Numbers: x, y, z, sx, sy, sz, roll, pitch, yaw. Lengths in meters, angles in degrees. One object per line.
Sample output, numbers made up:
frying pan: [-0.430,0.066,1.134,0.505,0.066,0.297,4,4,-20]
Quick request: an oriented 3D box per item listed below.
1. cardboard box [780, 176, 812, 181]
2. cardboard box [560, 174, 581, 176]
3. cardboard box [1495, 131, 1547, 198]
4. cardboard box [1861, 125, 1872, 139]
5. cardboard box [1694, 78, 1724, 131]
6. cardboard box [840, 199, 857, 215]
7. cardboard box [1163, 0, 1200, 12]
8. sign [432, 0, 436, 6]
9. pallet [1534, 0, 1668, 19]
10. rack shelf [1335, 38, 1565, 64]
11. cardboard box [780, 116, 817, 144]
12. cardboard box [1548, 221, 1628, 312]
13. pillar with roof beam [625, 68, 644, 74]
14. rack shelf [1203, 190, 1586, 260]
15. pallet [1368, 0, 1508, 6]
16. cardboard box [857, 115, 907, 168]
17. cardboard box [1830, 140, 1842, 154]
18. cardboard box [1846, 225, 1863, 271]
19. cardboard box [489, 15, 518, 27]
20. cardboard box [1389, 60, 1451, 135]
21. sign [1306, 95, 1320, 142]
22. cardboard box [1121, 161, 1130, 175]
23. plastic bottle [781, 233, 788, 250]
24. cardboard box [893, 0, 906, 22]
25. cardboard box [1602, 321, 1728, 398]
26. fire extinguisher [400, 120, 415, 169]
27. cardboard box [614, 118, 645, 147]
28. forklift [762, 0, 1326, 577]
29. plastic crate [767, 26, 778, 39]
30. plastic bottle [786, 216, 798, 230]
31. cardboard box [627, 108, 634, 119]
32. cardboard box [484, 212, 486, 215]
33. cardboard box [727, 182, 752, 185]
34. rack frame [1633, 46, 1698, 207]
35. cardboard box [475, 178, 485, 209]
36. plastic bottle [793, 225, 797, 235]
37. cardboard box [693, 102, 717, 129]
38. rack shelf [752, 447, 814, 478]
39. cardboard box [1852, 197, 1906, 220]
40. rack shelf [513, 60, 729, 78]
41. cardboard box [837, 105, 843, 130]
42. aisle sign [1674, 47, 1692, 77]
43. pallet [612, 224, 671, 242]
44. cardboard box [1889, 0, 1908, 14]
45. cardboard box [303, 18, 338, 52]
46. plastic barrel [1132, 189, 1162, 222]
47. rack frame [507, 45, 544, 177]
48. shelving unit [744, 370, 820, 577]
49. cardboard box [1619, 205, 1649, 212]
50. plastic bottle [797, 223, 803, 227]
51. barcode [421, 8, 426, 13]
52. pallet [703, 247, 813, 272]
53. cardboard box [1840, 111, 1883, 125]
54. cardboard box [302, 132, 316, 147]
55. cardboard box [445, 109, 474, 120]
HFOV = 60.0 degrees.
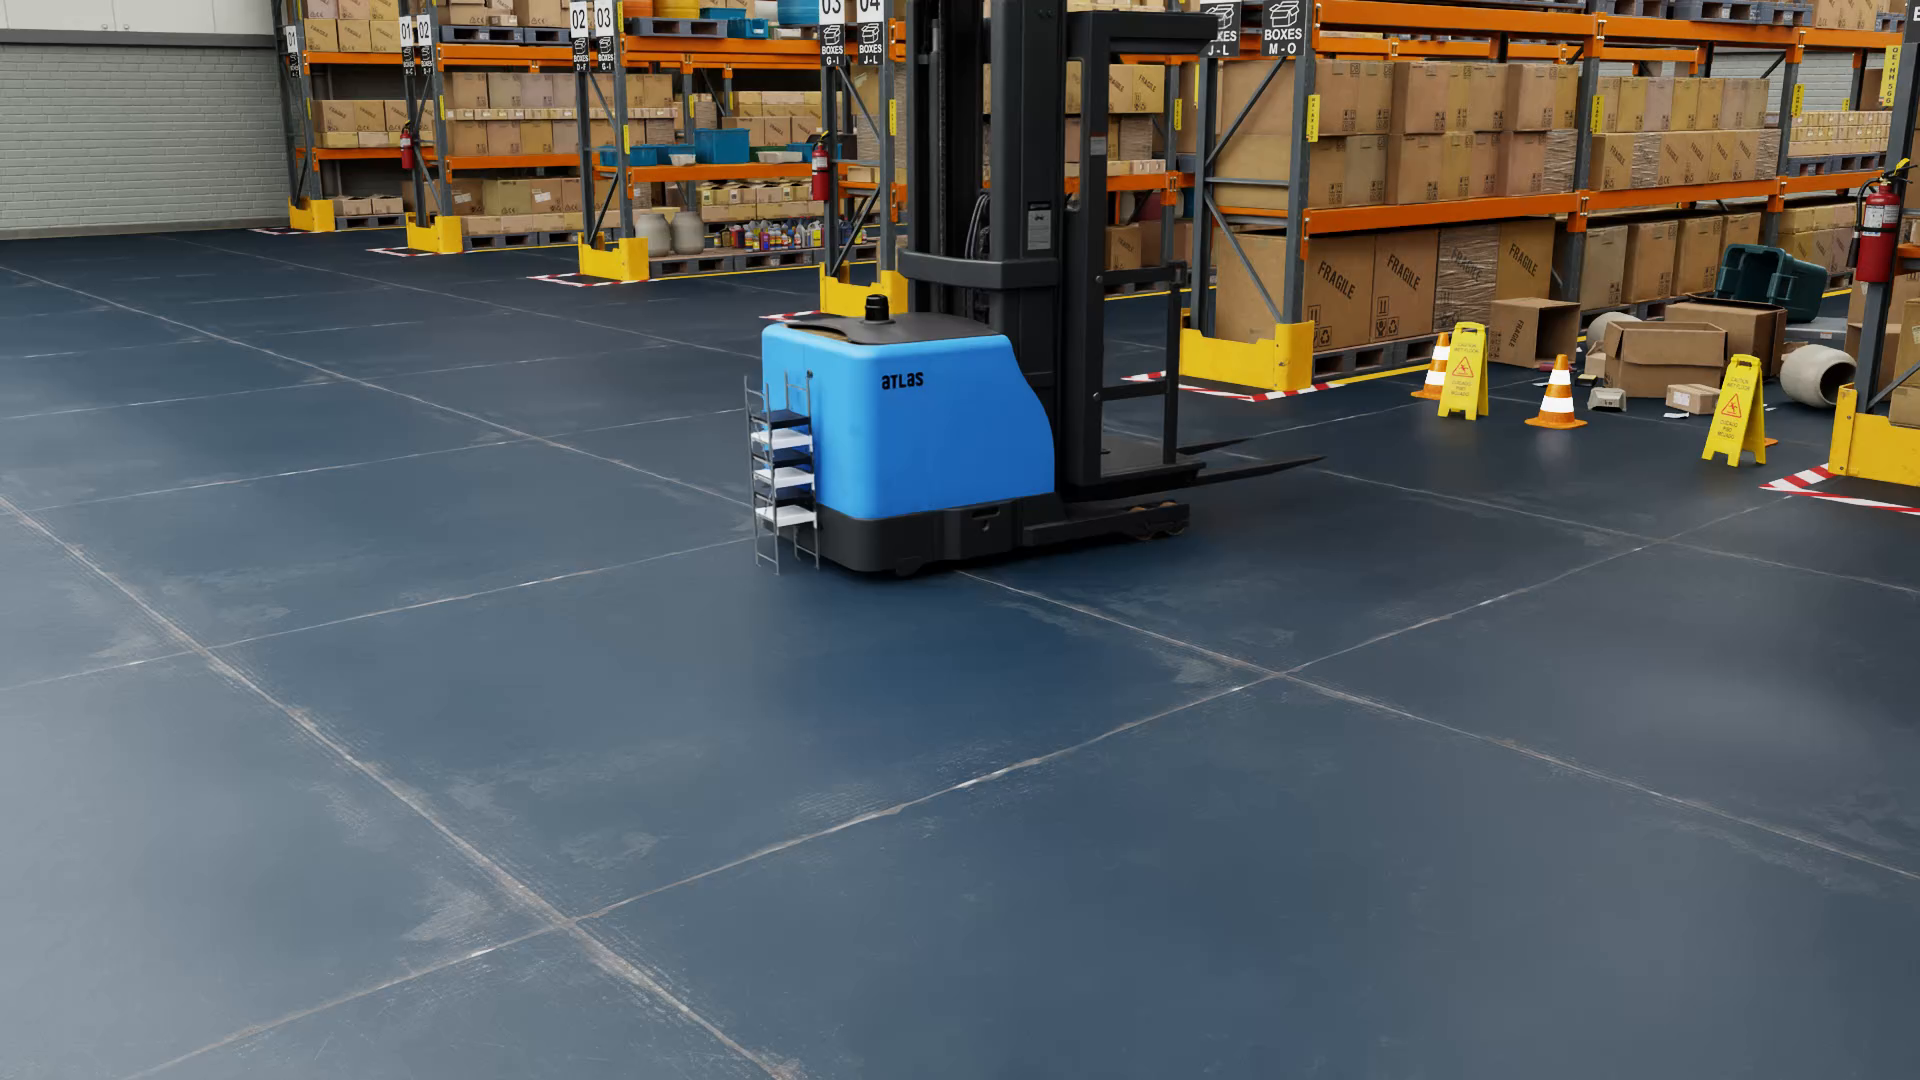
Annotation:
cardboard box: [-3.406,-7.337,33.256,0.750,0.750,0.750,-13,20,-40]
cardboard box: [-5.784,-5.335,25.470,0.500,0.500,0.500,-13,19,-39]
cardboard box: [4.534,-3.283,14.438,0.550,0.550,0.875,-13,19,-39]
cardboard box: [10.077,-4.624,18.843,0.250,0.149,0.380,-13,19,-39]
cardboard box: [7.111,-4.335,16.534,0.500,0.500,0.700,-13,20,-40]
cardboard box: [-2.081,-5.612,27.963,0.500,0.250,0.500,-13,20,-40]
cardboard box: [2.445,-6.118,18.515,0.637,0.503,0.797,-14,20,-42]
sign: [-7.133,-7.408,22.511,0.005,0.325,0.100,-13,19,-39]
pallet: [5.864,-4.895,15.320,1.217,0.209,0.805,-14,20,-42]
rack shelf: [6.552,-6.474,22.255,4.000,0.370,1.077,-13,19,-39]
cardboard box: [-2.712,-6.723,27.414,0.500,0.500,0.500,-14,20,-42]
cardboard box: [5.614,-2.612,15.760,0.750,0.750,1.050,-13,20,-40]
pillar with roof beam: [-3.434,-9.935,28.005,0.400,9.000,9.100,-13,19,-39]
rack shelf: [3.696,-2.687,13.889,4.000,0.370,1.077,-13,19,-39]
pallet: [3.661,-4.437,13.408,1.213,0.211,1.003,-13,19,-39]
cardboard box: [-0.559,-3.958,16.485,0.500,0.500,0.875,-13,19,-39]
cardboard box: [9.500,-4.351,18.401,0.250,0.149,0.380,-12,19,-38]
cardboard box: [10.070,-3.376,19.107,0.500,0.500,0.500,-13,20,-41]
cardboard box: [-6.489,-7.371,23.620,0.250,0.149,0.380,-13,19,-39]
cardboard box: [3.359,-3.524,13.249,0.550,0.550,0.875,-13,19,-39]
sign: [2.547,-3.043,11.998,0.005,0.325,0.100,-13,19,-39]
cardboard box: [1.633,-4.069,18.159,0.250,0.149,0.380,-13,19,-39]
plastic bottle: [-2.263,-3.841,21.388,0.097,0.201,0.097,0,15,0]
cardboard box: [-0.459,-5.086,15.957,0.500,0.250,0.500,-12,19,-38]
cardboard box: [5.176,-1.333,12.266,0.797,0.503,0.637,2,15,9]
fire extinguisher: [-7.886,-5.640,23.703,0.183,0.674,0.296,-13,19,-39]
cardboard box: [-5.199,-6.166,25.328,0.500,0.500,0.700,-13,20,-40]
forklift: [0.552,-1.518,8.254,3.031,2.935,1.130,-9,18,-32]
plastic crate: [-2.595,-6.452,21.192,0.450,0.188,0.336,-13,19,-39]
plastic bottle: [-2.250,-4.165,22.310,0.185,0.351,0.144,-14,20,-42]
cardboard box: [-5.121,-6.428,25.051,0.250,0.149,0.380,-13,20,-39]
cardboard box: [-6.912,-4.717,24.611,0.500,0.250,0.500,-13,19,-39]
cardboard box: [-3.591,-5.728,27.310,0.500,0.311,0.500,-13,20,-40]
rack frame: [11.078,-6.388,26.354,0.127,3.000,1.000,-13,19,-39]
cardboard box: [-8.486,-6.070,29.153,0.500,0.500,0.500,14,21,43]
plastic bottle: [-2.107,-3.962,21.680,0.133,0.283,0.061,-13,19,-39]
cardboard box: [-5.060,-8.105,31.736,0.700,0.500,0.500,13,20,40]
rack shelf: [-0.819,-0.361,7.626,0.200,0.077,0.258,-11,19,-31]
cardboard box: [10.844,-3.910,19.654,0.500,0.250,0.500,-13,20,-41]
rack shelf: [-6.221,-8.689,30.549,4.000,0.370,1.077,-13,19,-39]
cardboard box: [-2.640,-8.506,33.474,0.500,0.500,0.500,-13,19,-39]
aisle sign: [11.329,-7.598,25.846,0.004,0.787,0.394,-13,19,-39]
pallet: [-5.102,-4.811,25.852,1.213,0.211,1.003,-13,19,-39]
cardboard box: [10.882,-6.386,19.524,0.500,0.500,0.700,-13,19,-39]
cardboard box: [-10.331,-8.086,26.665,0.500,0.500,0.500,-12,19,-38]
plastic barrel: [3.001,-5.313,26.187,0.708,0.588,0.600,-13,19,-39]
rack frame: [-7.729,-7.249,29.574,0.127,3.000,1.000,-13,19,-39]
shelving unit: [-0.817,-0.307,7.641,0.210,0.900,0.258,-11,19,-31]
cardboard box: [9.961,-5.287,25.533,0.875,0.875,0.875,-13,19,-39]
plastic bottle: [-2.138,-4.110,22.260,0.097,0.271,0.097,0,15,0]
barcode: [-7.581,-7.482,23.510,0.075,0.075,0.001,-13,19,-39]
pallet: [-2.681,-3.659,21.540,1.213,0.211,1.003,-13,19,-39]
cardboard box: [10.281,-4.817,18.990,0.250,0.149,0.380,-13,20,-41]
cardboard box: [-10.522,-6.625,27.492,0.500,0.250,0.500,-12,19,-39]
cardboard box: [-7.055,-5.993,23.425,0.250,0.149,0.380,-13,20,-40]
